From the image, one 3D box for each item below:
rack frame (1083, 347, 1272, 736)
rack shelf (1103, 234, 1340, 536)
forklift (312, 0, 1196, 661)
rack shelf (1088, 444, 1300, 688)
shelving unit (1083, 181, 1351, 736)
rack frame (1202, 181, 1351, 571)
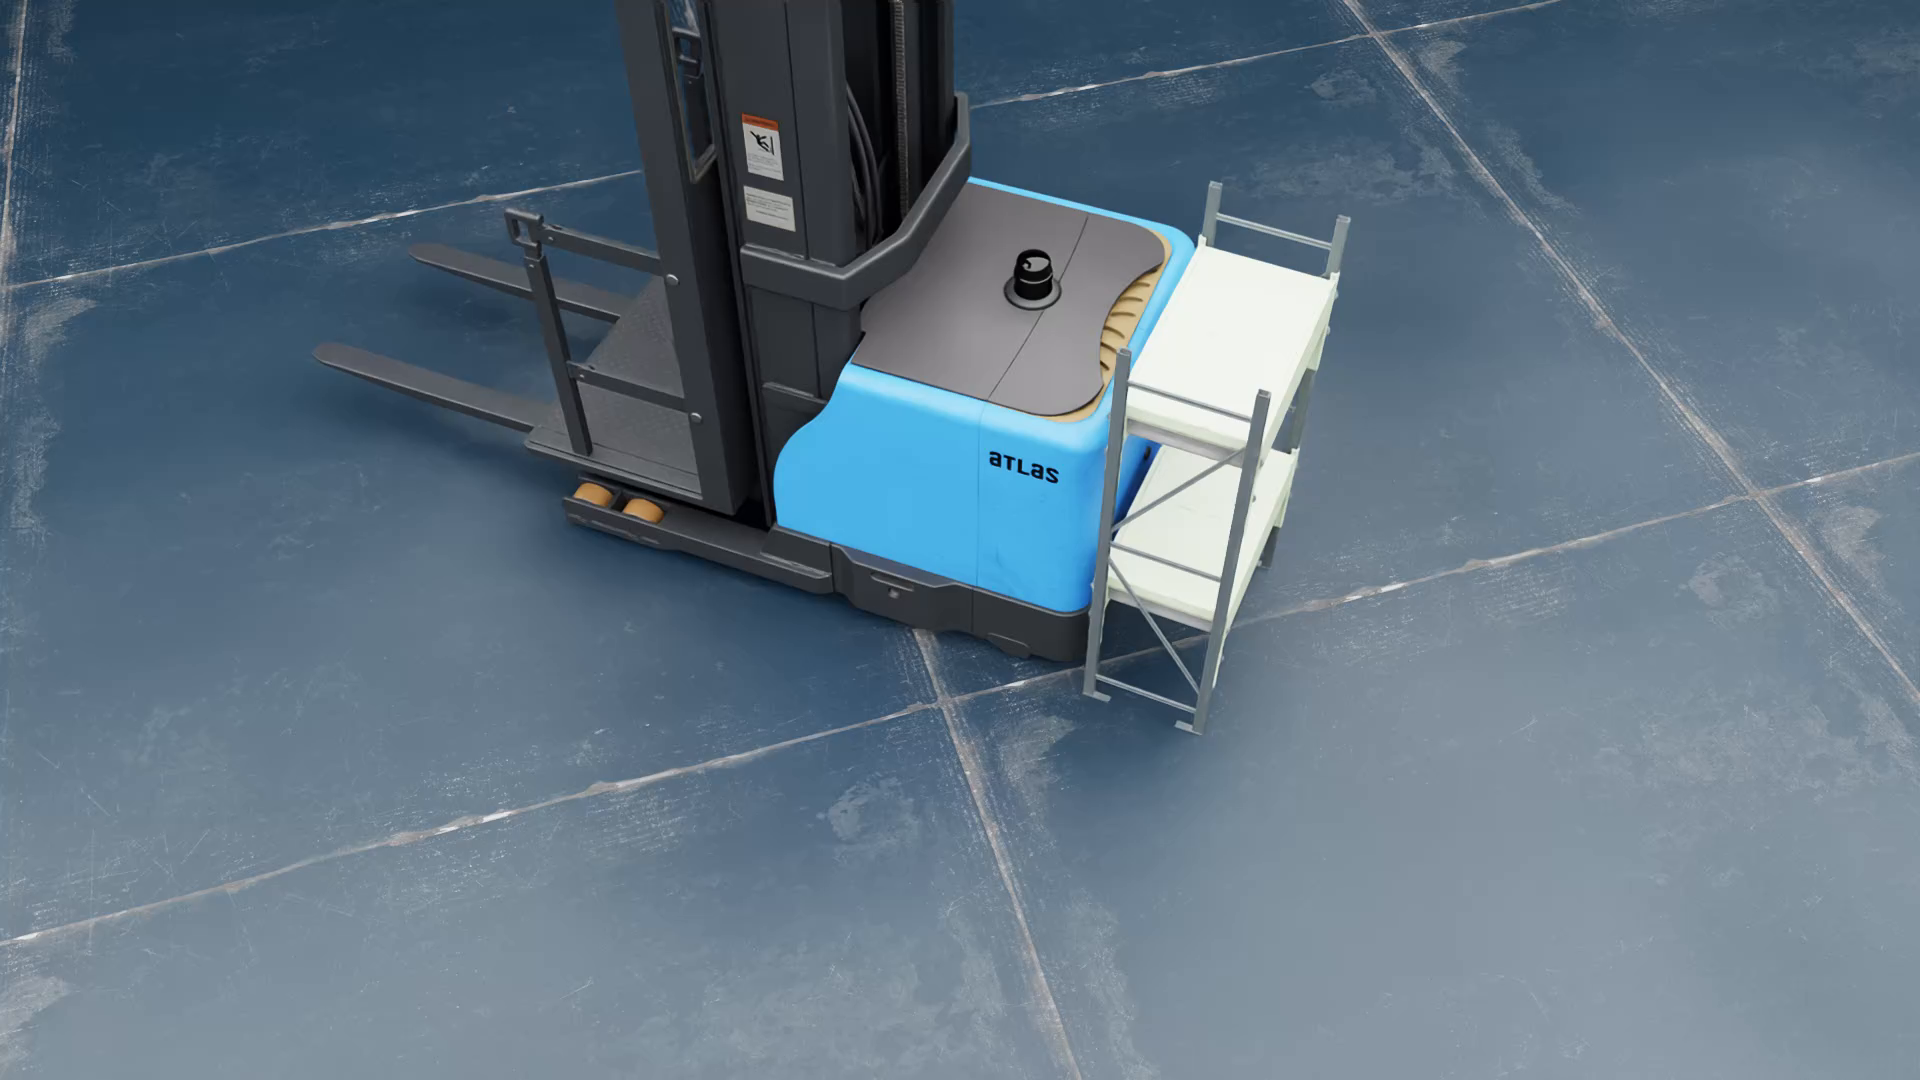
[{"bbox_3d":[0.581,0.065,4.714,0.400,1.500,0.023,19,52,15],"label":"rack frame"},{"bbox_3d":[0.730,-0.443,4.632,0.431,0.370,0.720,19,52,15],"label":"rack shelf"},{"bbox_3d":[-0.823,-1.284,4.916,3.031,2.935,1.130,17,52,14],"label":"forklift"},{"bbox_3d":[0.729,0.019,5.179,0.431,0.370,0.720,19,52,15],"label":"rack shelf"},{"bbox_3d":[0.729,-0.191,4.930,0.431,1.500,0.755,19,52,15],"label":"shelving unit"},{"bbox_3d":[0.877,-0.447,5.146,0.400,1.500,0.023,19,52,15],"label":"rack frame"}]
